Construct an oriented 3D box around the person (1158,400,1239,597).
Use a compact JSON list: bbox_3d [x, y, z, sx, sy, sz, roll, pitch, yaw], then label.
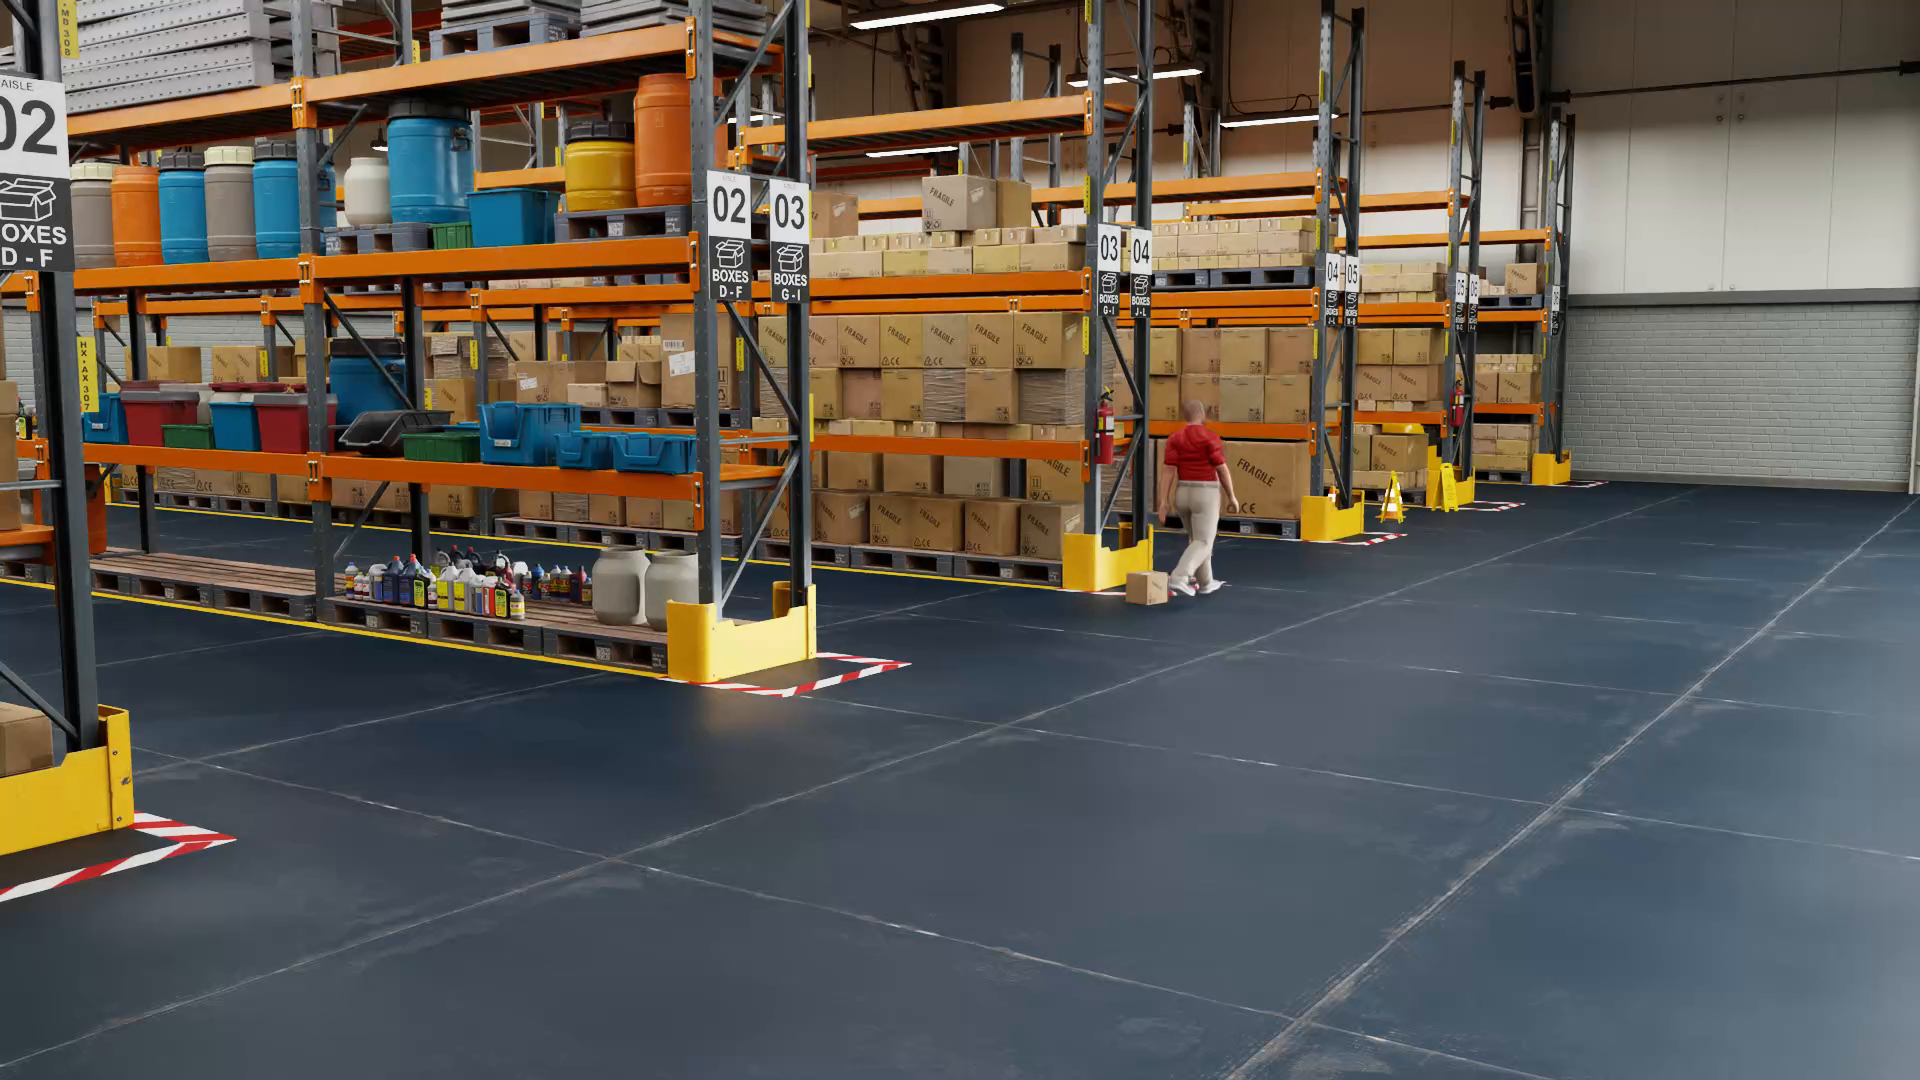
[{"bbox_3d":[2.011,-0.340,13.987,0.562,1.673,1.051,6,8,42],"label":"person"}]
